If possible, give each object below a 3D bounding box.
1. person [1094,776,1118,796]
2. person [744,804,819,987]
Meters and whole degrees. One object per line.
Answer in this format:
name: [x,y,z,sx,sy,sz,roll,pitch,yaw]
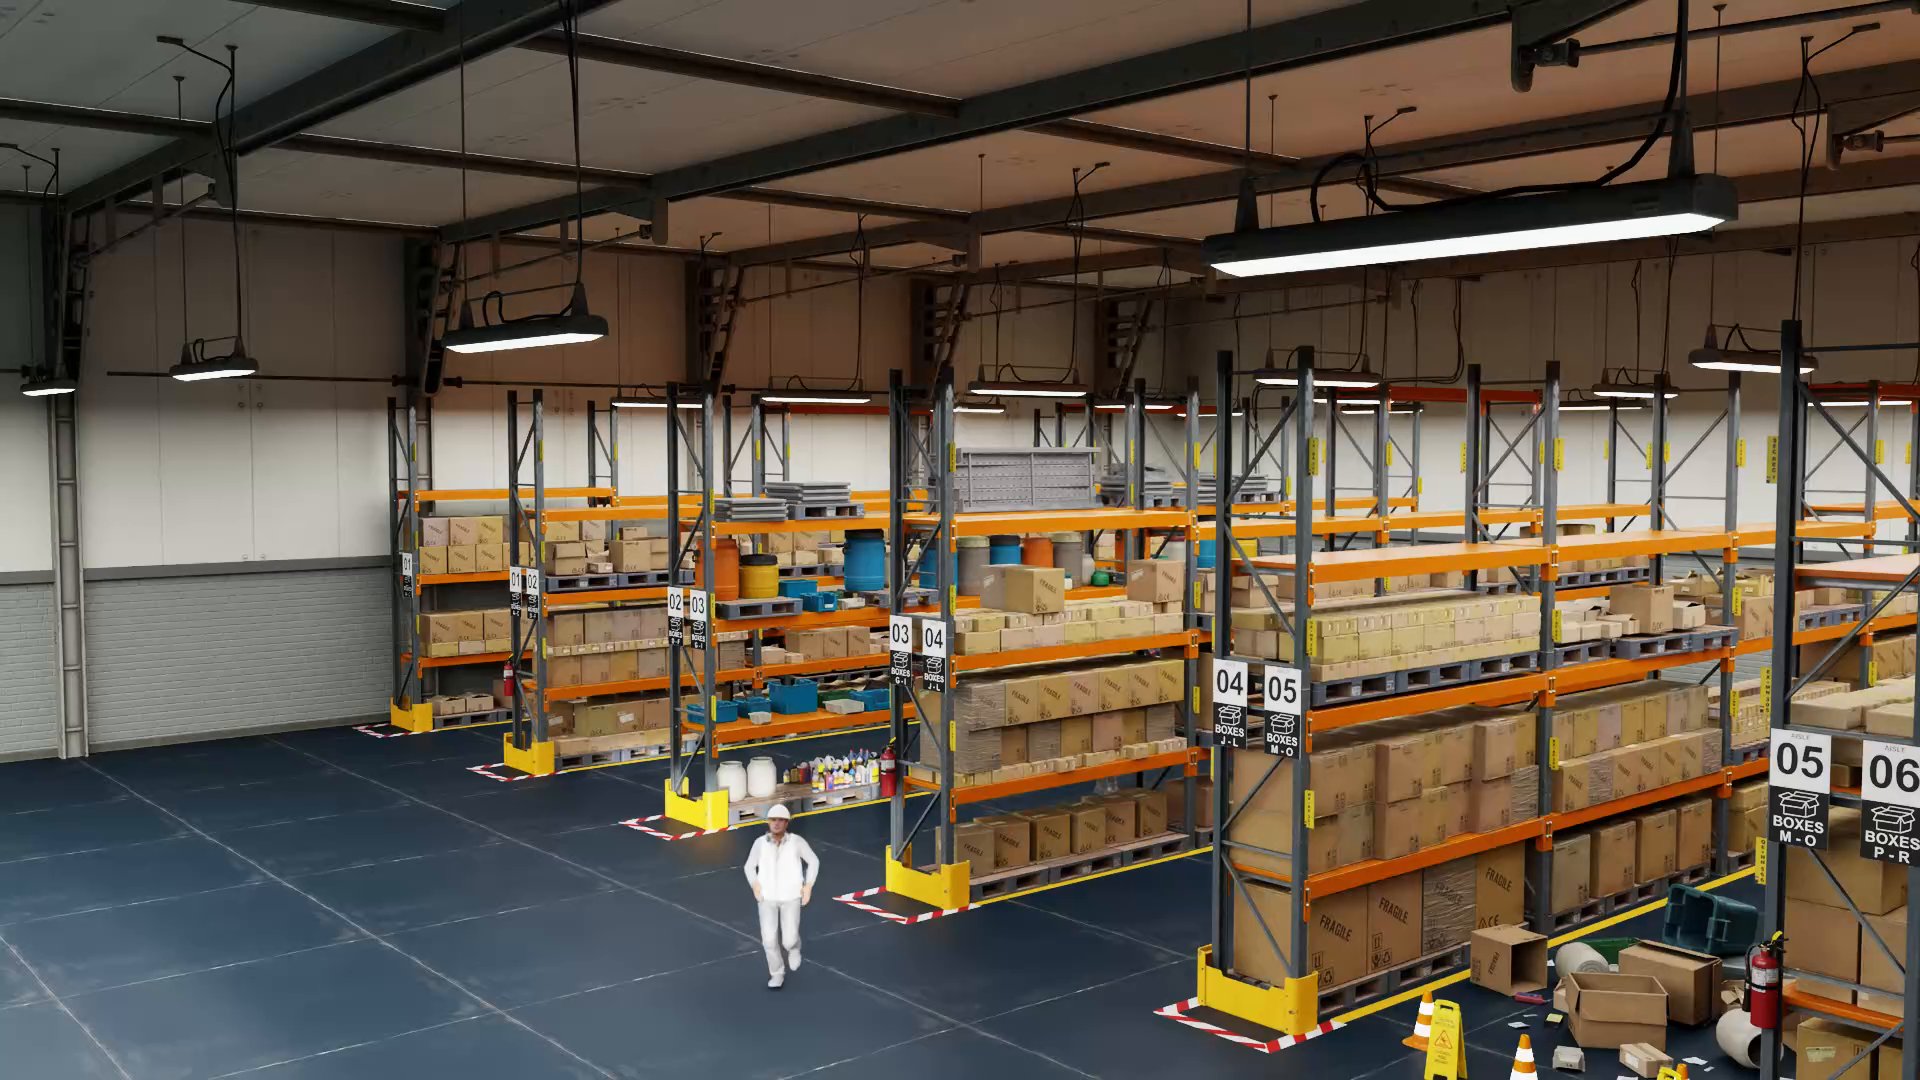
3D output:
person: [2.062,2.956,23.898,0.520,1.635,0.706,3,5,44]
person: [-1.706,3.374,15.833,0.706,1.729,0.609,0,3,3]
